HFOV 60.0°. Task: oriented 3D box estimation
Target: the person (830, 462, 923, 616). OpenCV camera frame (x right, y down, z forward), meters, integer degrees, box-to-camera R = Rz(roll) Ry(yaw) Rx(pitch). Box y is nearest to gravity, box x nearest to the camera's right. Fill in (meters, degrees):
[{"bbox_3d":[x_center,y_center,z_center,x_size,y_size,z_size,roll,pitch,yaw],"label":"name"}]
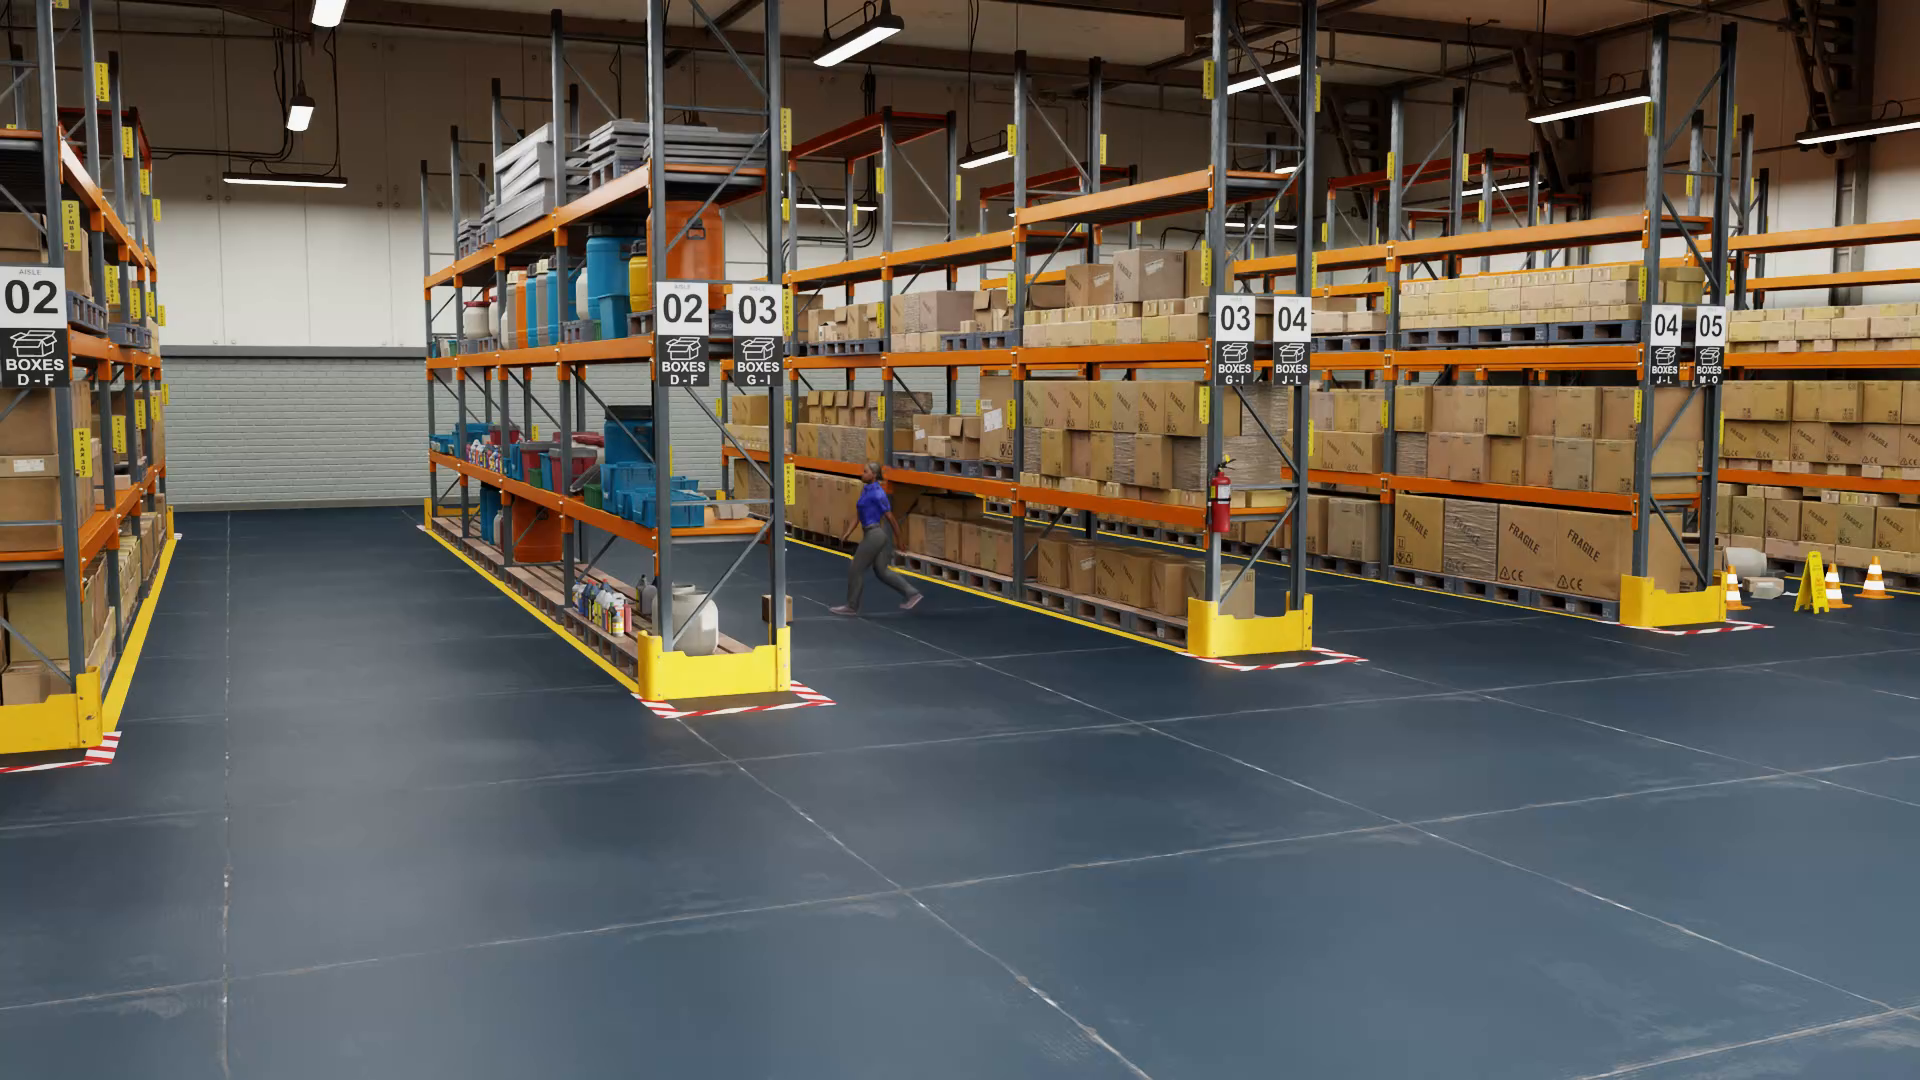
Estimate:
[{"bbox_3d":[-0.868,-0.017,17.305,0.985,1.597,0.435,-1,6,-8],"label":"person"}]
